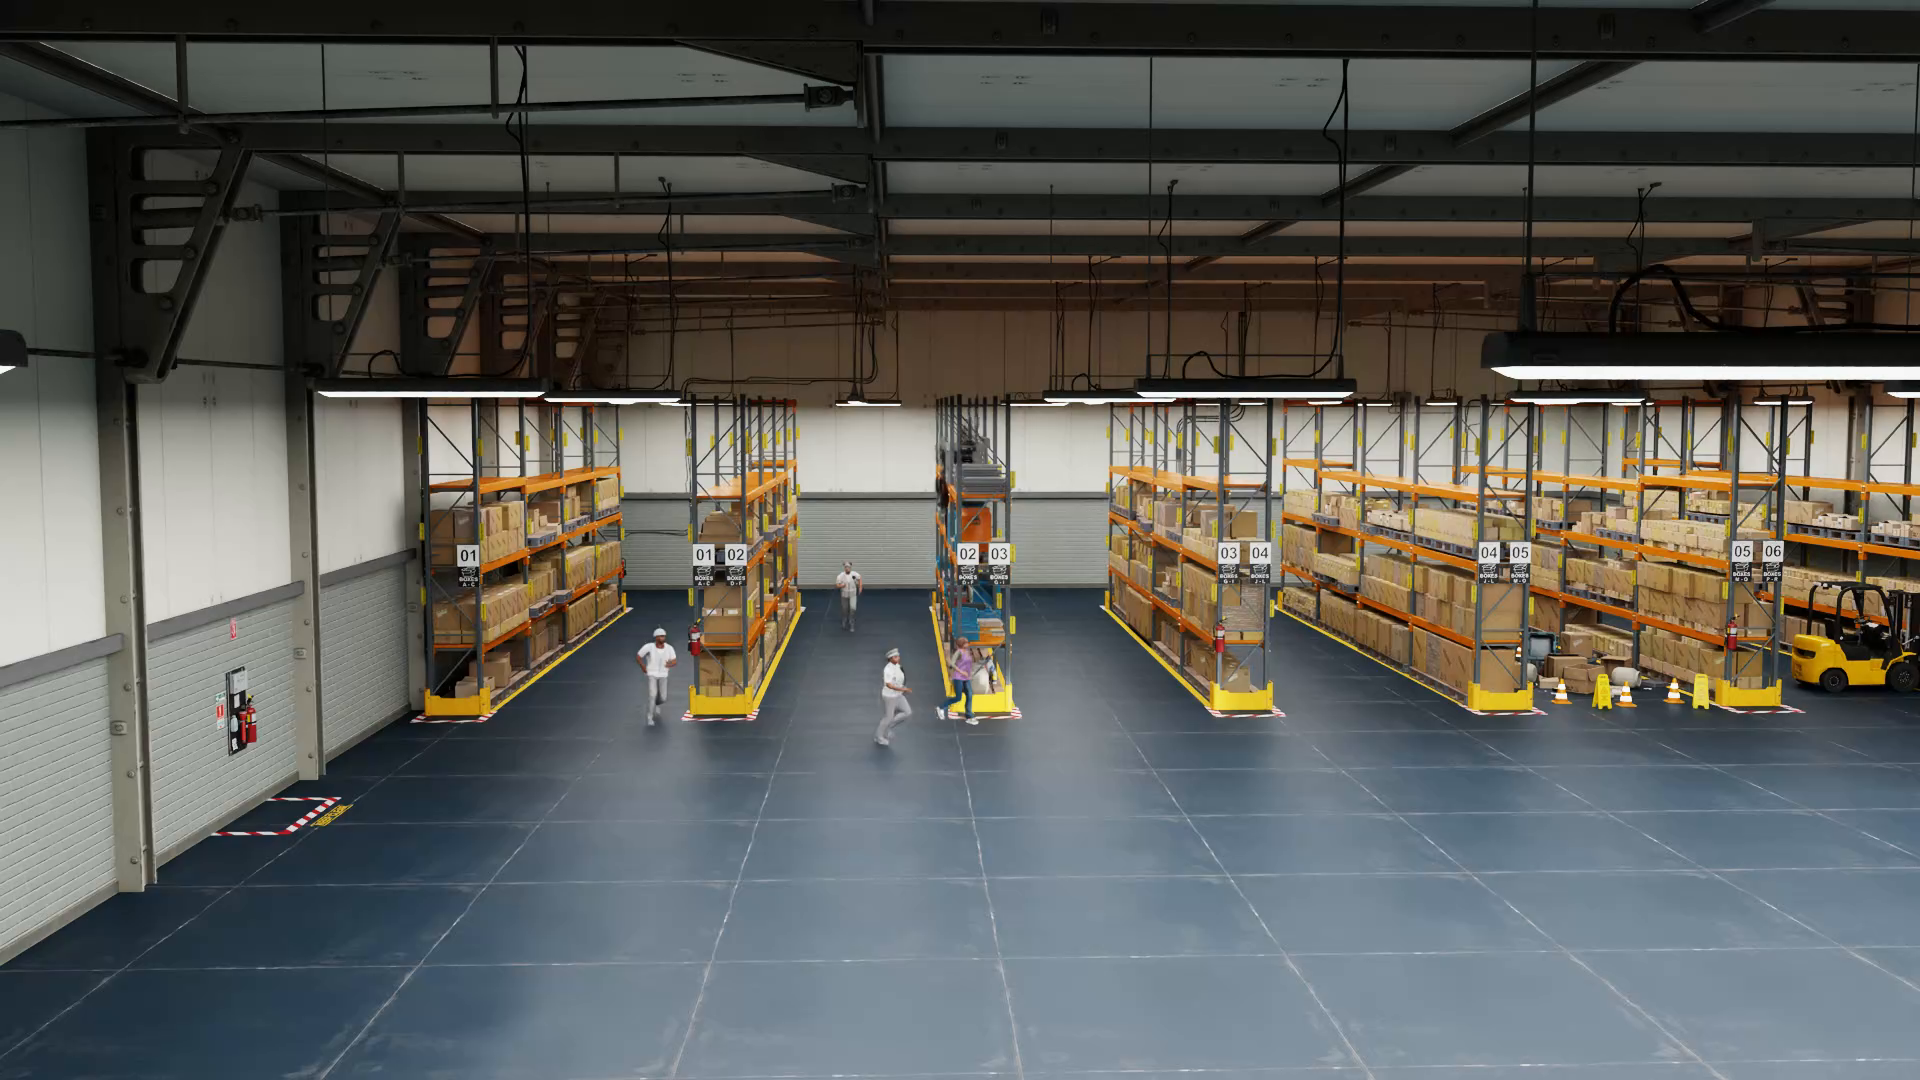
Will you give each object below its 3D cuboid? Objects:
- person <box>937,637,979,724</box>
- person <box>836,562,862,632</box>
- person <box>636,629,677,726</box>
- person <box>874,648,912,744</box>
[{"bbox_3d":[0.011,2.544,30.374,0.849,1.561,0.605,2,5,21],"label":"person"},{"bbox_3d":[-2.872,1.462,43.019,0.672,1.842,0.925,0,5,-3],"label":"person"},{"bbox_3d":[-5.537,2.488,30.505,0.733,1.723,0.795,-2,5,-29],"label":"person"},{"bbox_3d":[-1.110,2.654,28.406,0.739,1.655,0.603,3,5,30],"label":"person"}]
